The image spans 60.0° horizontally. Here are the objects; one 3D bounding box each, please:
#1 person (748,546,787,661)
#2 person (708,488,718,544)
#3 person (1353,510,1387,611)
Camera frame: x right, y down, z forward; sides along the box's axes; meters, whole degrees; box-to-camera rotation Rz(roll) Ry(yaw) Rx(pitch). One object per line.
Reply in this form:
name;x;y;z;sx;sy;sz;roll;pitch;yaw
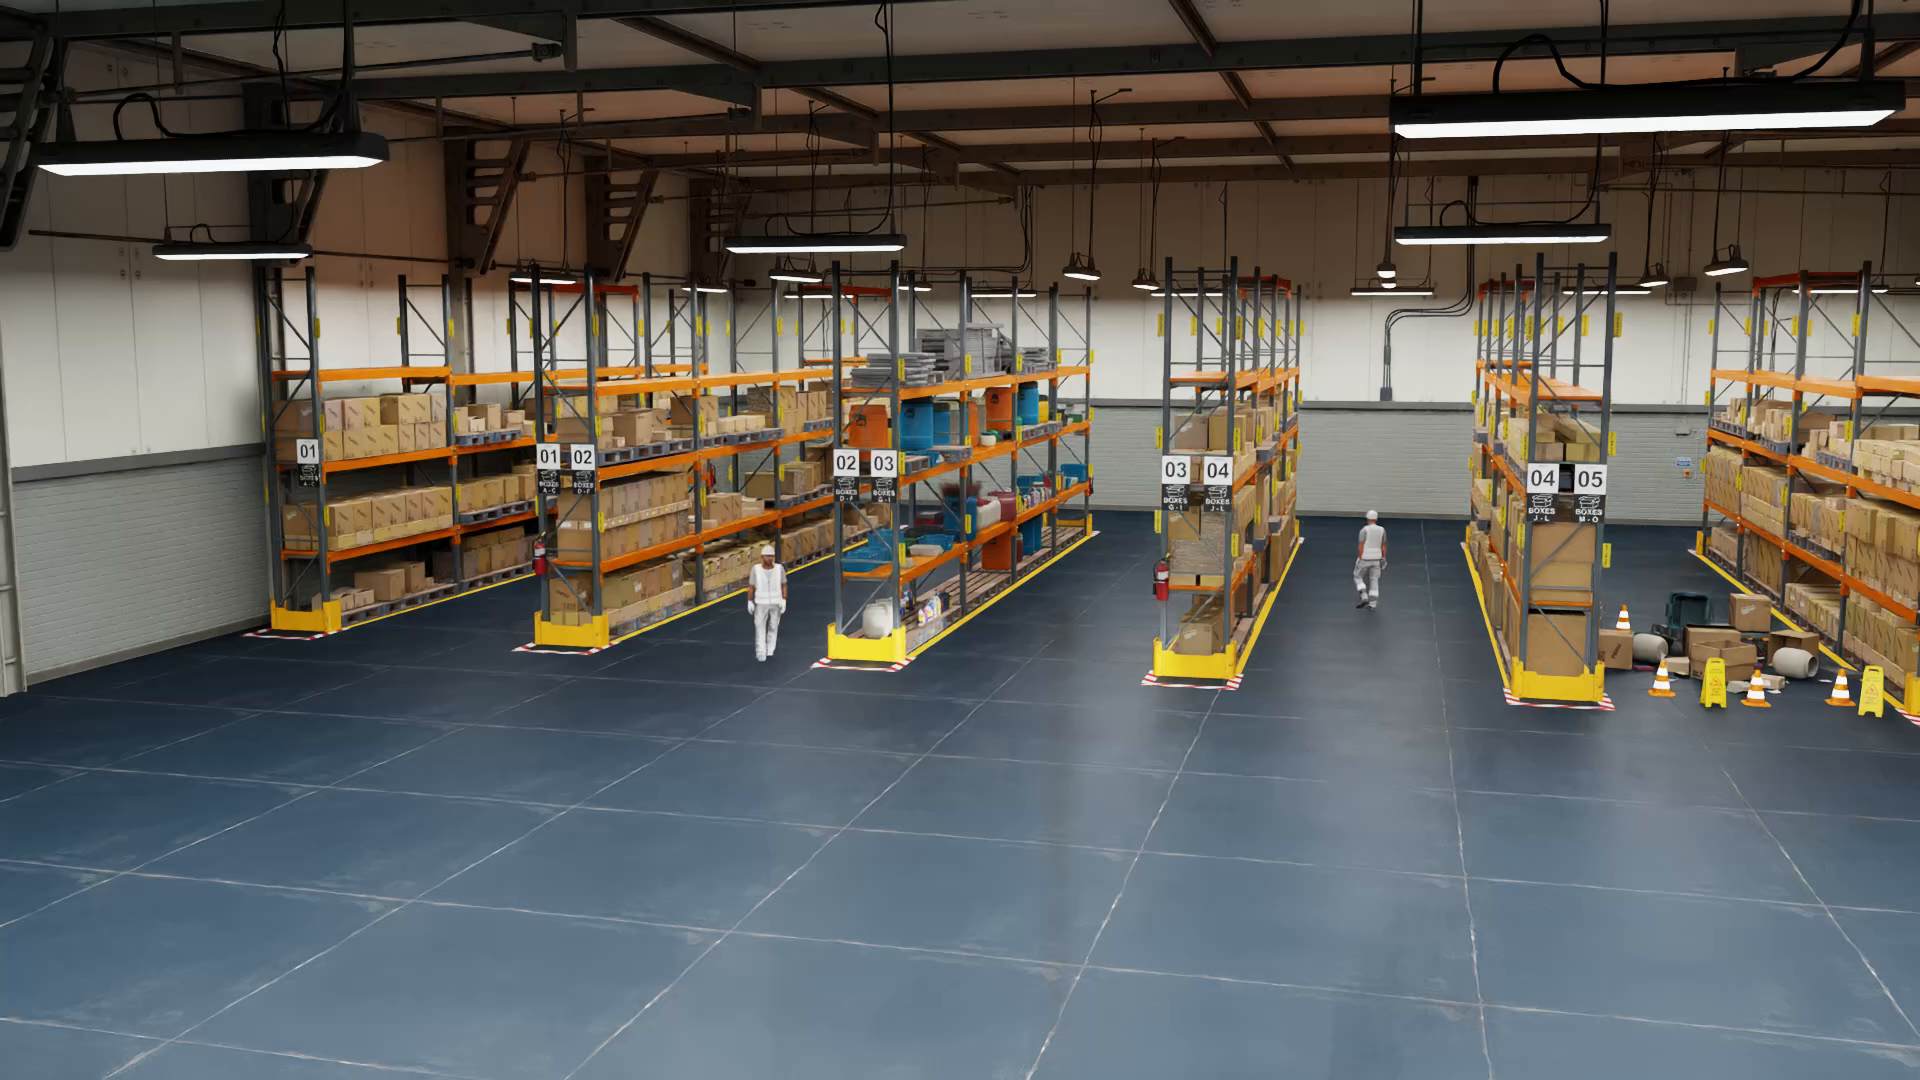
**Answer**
person;-2.870;0.952;25.009;0.578;1.723;1.056;-2;8;-16
person;-5.443;-0.386;36.379;0.411;1.536;0.994;2;7;13
person;7.323;0.362;29.624;0.602;1.791;0.467;-2;7;-12
